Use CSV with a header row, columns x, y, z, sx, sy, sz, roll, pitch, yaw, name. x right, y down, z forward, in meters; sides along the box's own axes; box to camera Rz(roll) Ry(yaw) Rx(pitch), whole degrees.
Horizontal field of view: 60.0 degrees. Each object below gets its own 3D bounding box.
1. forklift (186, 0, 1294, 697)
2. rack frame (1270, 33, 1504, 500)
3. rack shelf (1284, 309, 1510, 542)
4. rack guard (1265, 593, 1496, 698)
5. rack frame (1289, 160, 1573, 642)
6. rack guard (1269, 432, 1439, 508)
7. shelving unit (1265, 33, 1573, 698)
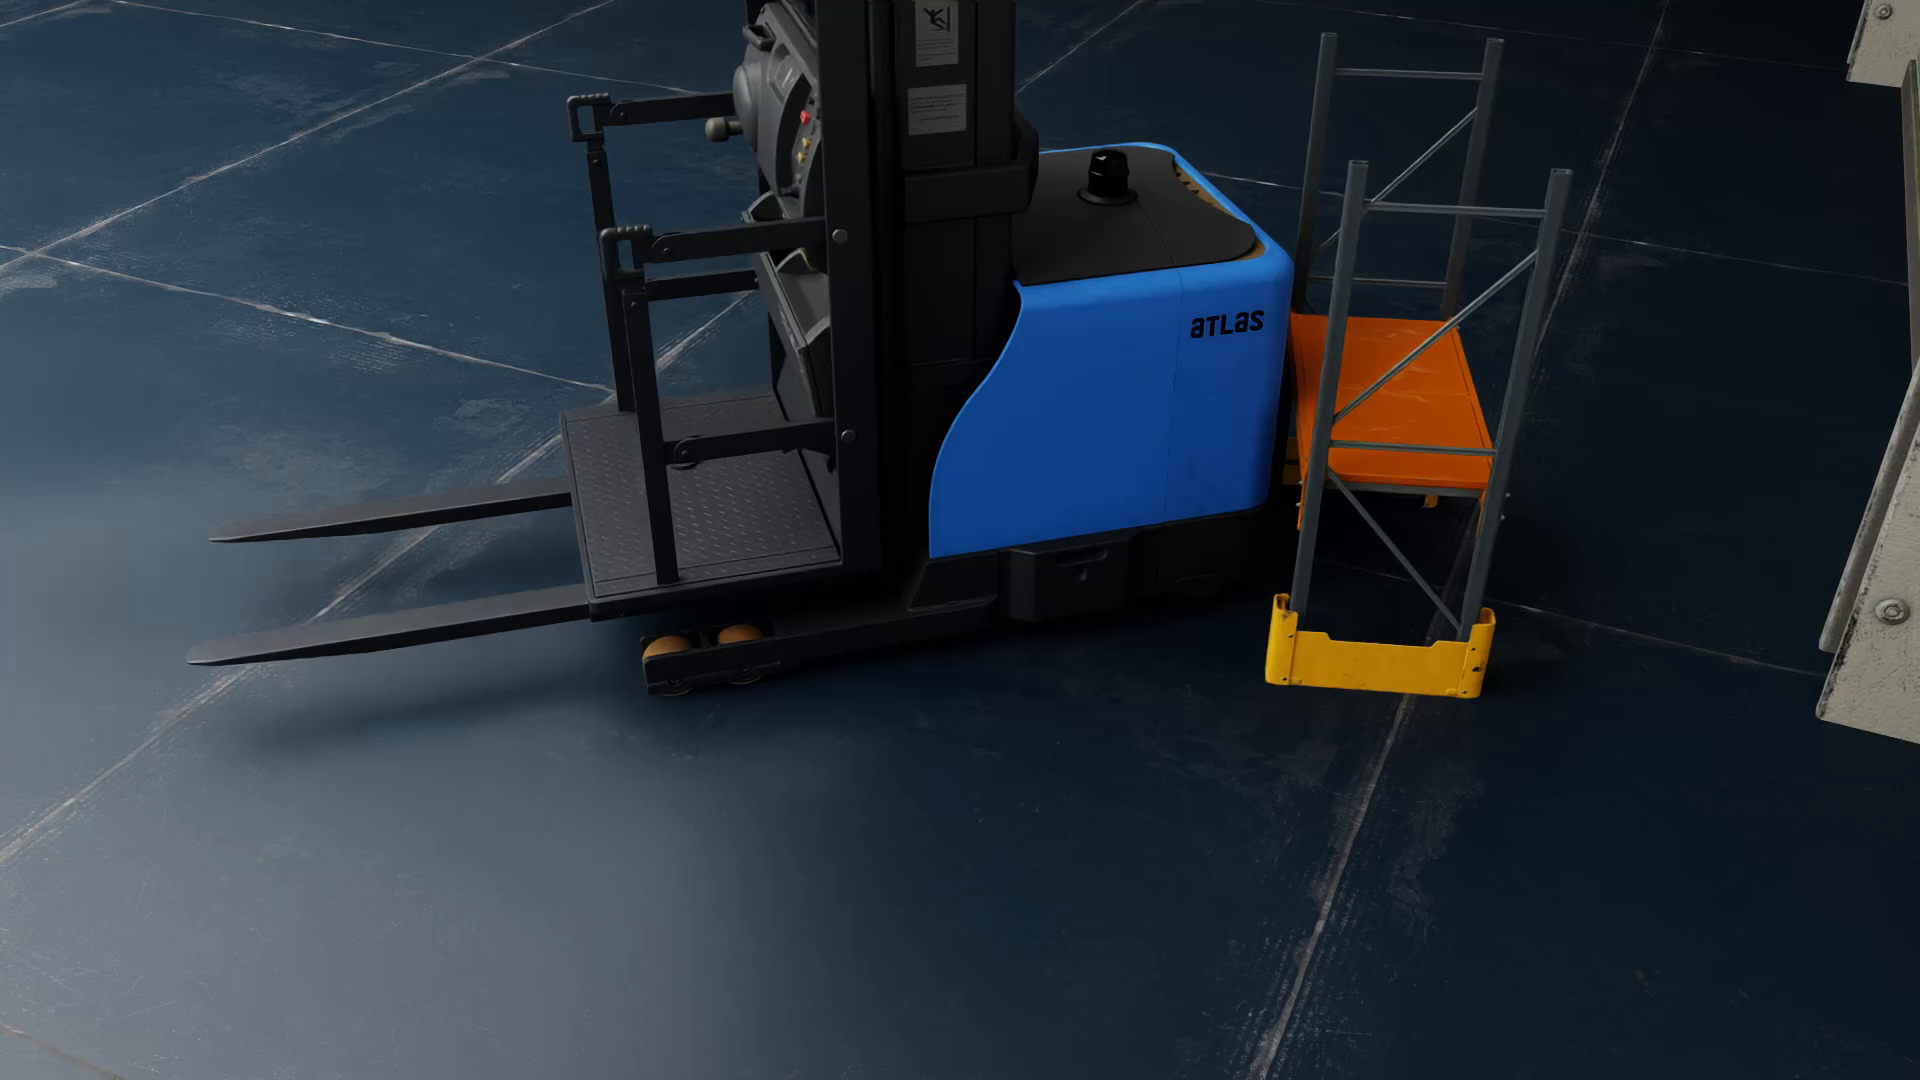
x,y,z,sx,sy,sz,roll,pitch,yaw,name
-0.656,-1.116,4.280,3.031,2.935,1.130,-9,34,-13,forklift
1.270,-0.784,5.078,0.500,1.500,0.032,4,33,6,rack frame
1.210,-0.357,4.754,0.538,0.185,1.000,4,33,6,rack shelf
1.150,0.292,4.577,0.587,0.250,0.087,4,33,6,rack guard
1.150,-0.230,4.233,0.500,1.500,0.032,4,33,6,rack frame
1.267,-0.251,5.404,0.587,0.250,0.087,4,33,6,rack guard
1.209,-0.502,4.648,0.587,1.500,1.083,4,33,6,shelving unit
